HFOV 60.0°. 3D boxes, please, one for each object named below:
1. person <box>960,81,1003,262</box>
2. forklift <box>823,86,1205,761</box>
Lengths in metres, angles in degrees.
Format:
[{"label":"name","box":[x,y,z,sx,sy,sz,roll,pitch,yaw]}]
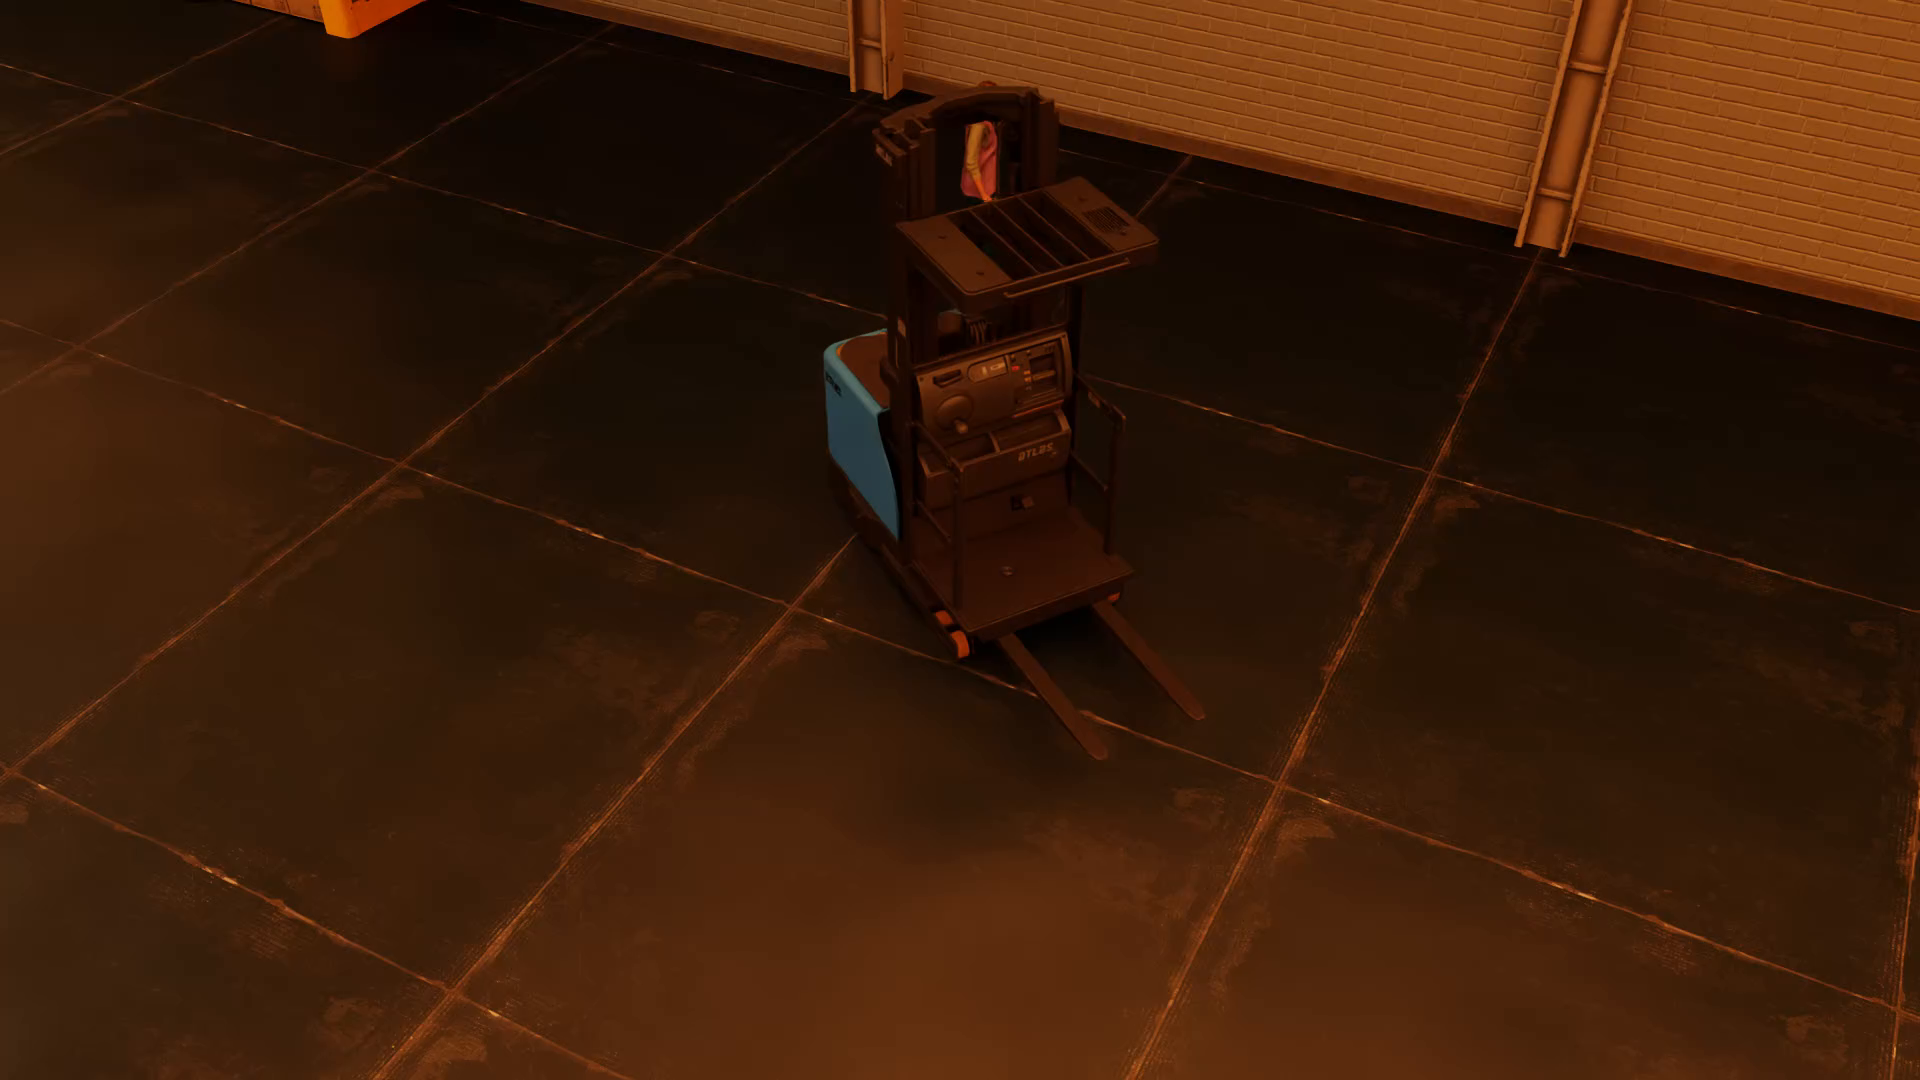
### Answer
[{"label":"person","box":[0.208,-2.557,12.070,0.440,1.587,0.607,-4,40,-5]},{"label":"forklift","box":[0.296,-0.775,8.907,1.130,2.935,3.031,-19,44,-21]}]
